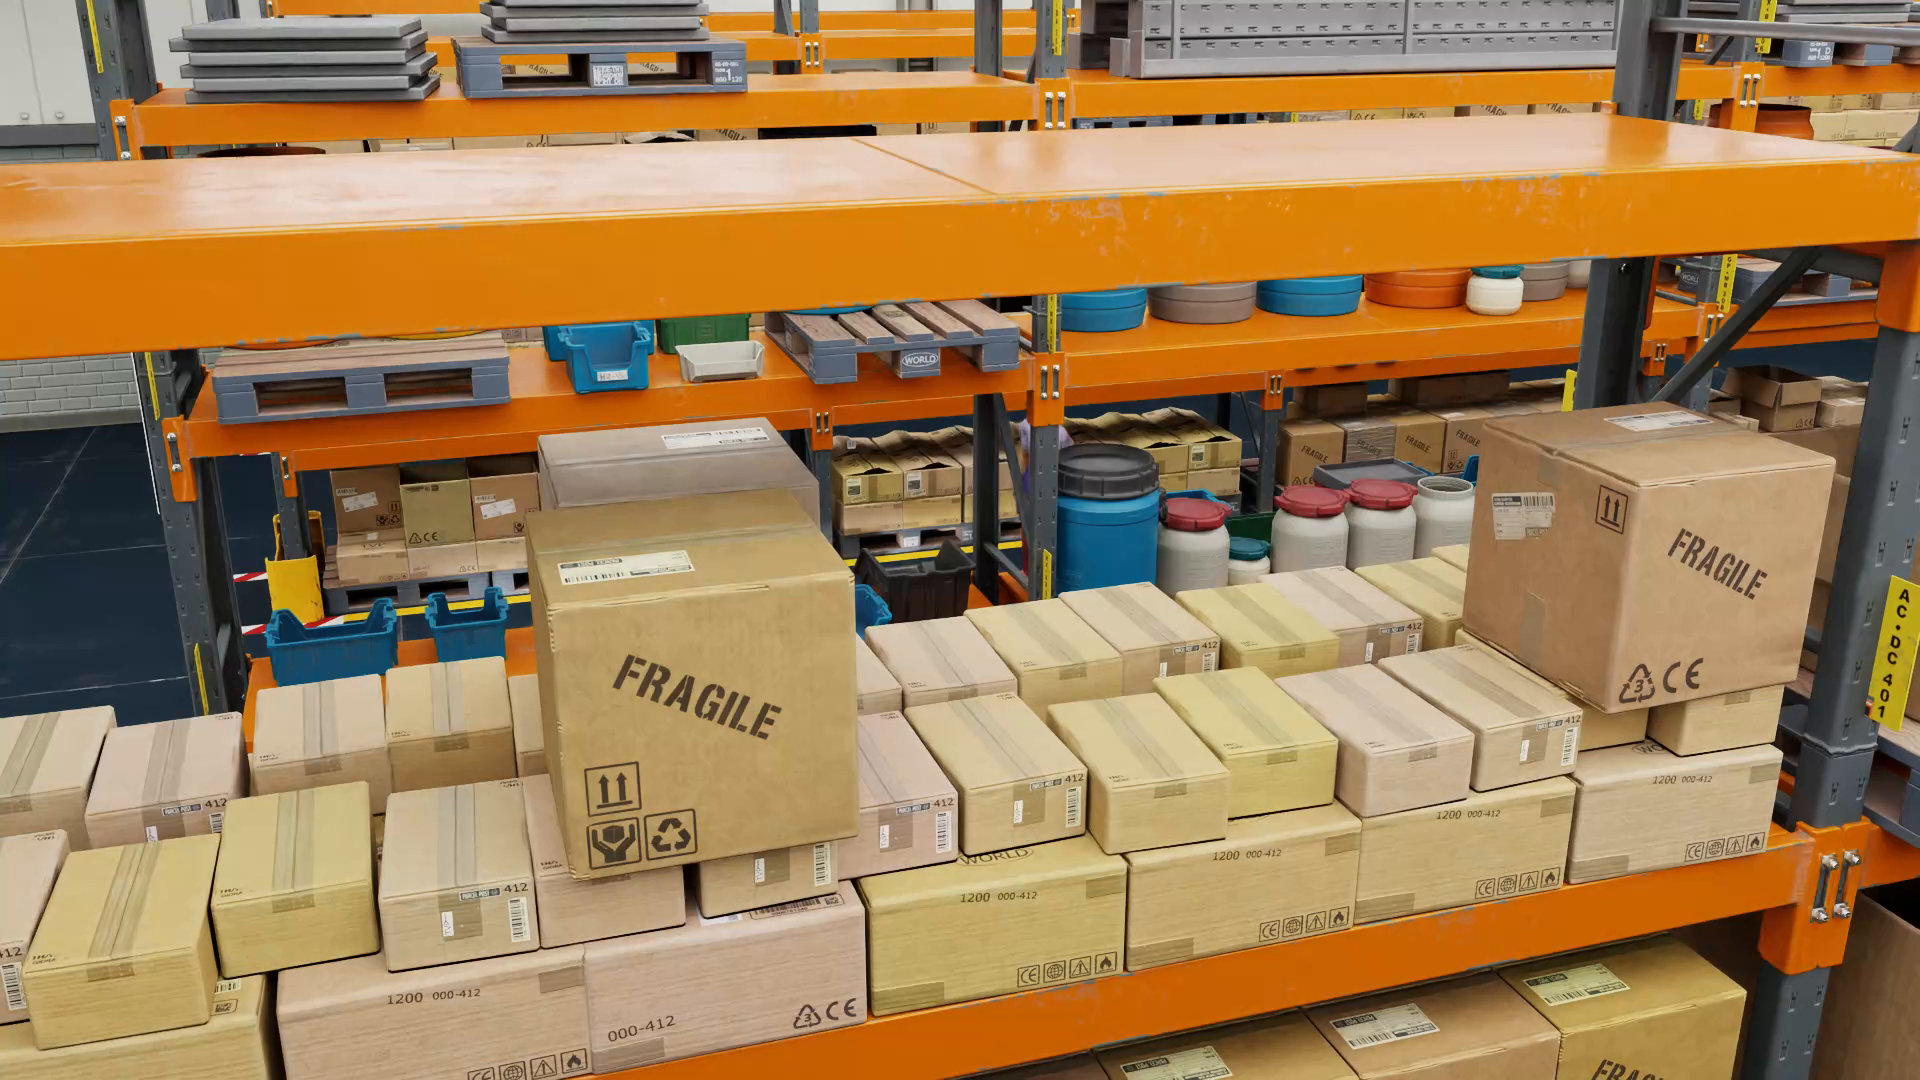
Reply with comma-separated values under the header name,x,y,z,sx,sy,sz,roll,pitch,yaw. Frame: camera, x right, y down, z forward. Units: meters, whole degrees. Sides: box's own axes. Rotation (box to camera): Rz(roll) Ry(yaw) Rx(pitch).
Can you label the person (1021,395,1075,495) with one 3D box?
name,x,y,z,sx,sy,sz,roll,pitch,yaw
person,0.656,-0.357,12.551,0.542,1.649,0.436,18,26,41
